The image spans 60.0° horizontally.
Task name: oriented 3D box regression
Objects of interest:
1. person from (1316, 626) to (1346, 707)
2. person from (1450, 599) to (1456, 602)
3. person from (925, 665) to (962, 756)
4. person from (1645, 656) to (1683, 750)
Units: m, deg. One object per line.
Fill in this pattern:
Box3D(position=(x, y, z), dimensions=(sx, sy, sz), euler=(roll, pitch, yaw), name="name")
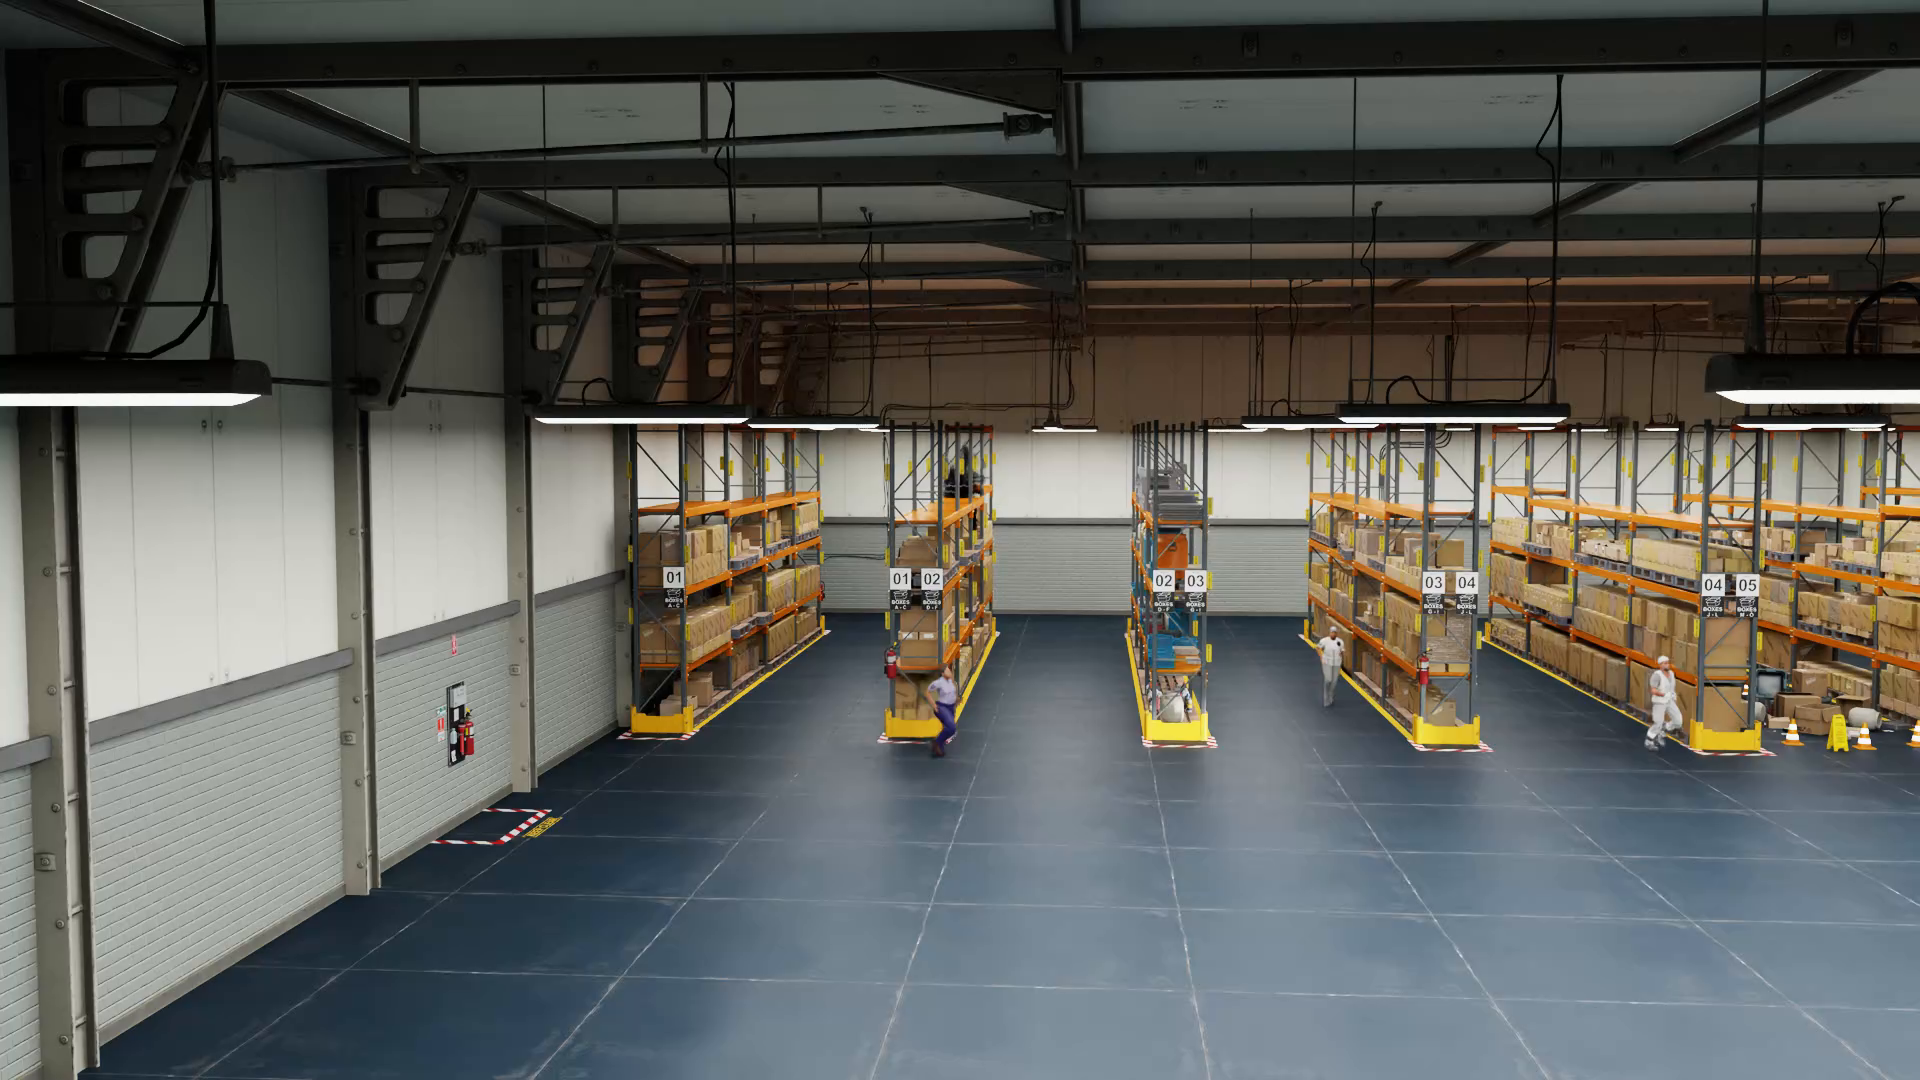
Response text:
Box3D(position=(7.874, 2.680, 35.206), dimensions=(0.581, 1.716, 0.729), euler=(0, 4, -3), name="person")
Box3D(position=(13.444, 2.012, 45.587), dimensions=(0.737, 1.679, 0.629), euler=(1, 4, 15), name="person")
Box3D(position=(-0.241, 3.035, 29.594), dimensions=(0.604, 1.609, 0.591), euler=(2, 4, 33), name="person")
Box3D(position=(12.719, 2.942, 29.961), dimensions=(0.695, 1.735, 0.758), euler=(-1, 4, -20), name="person")
